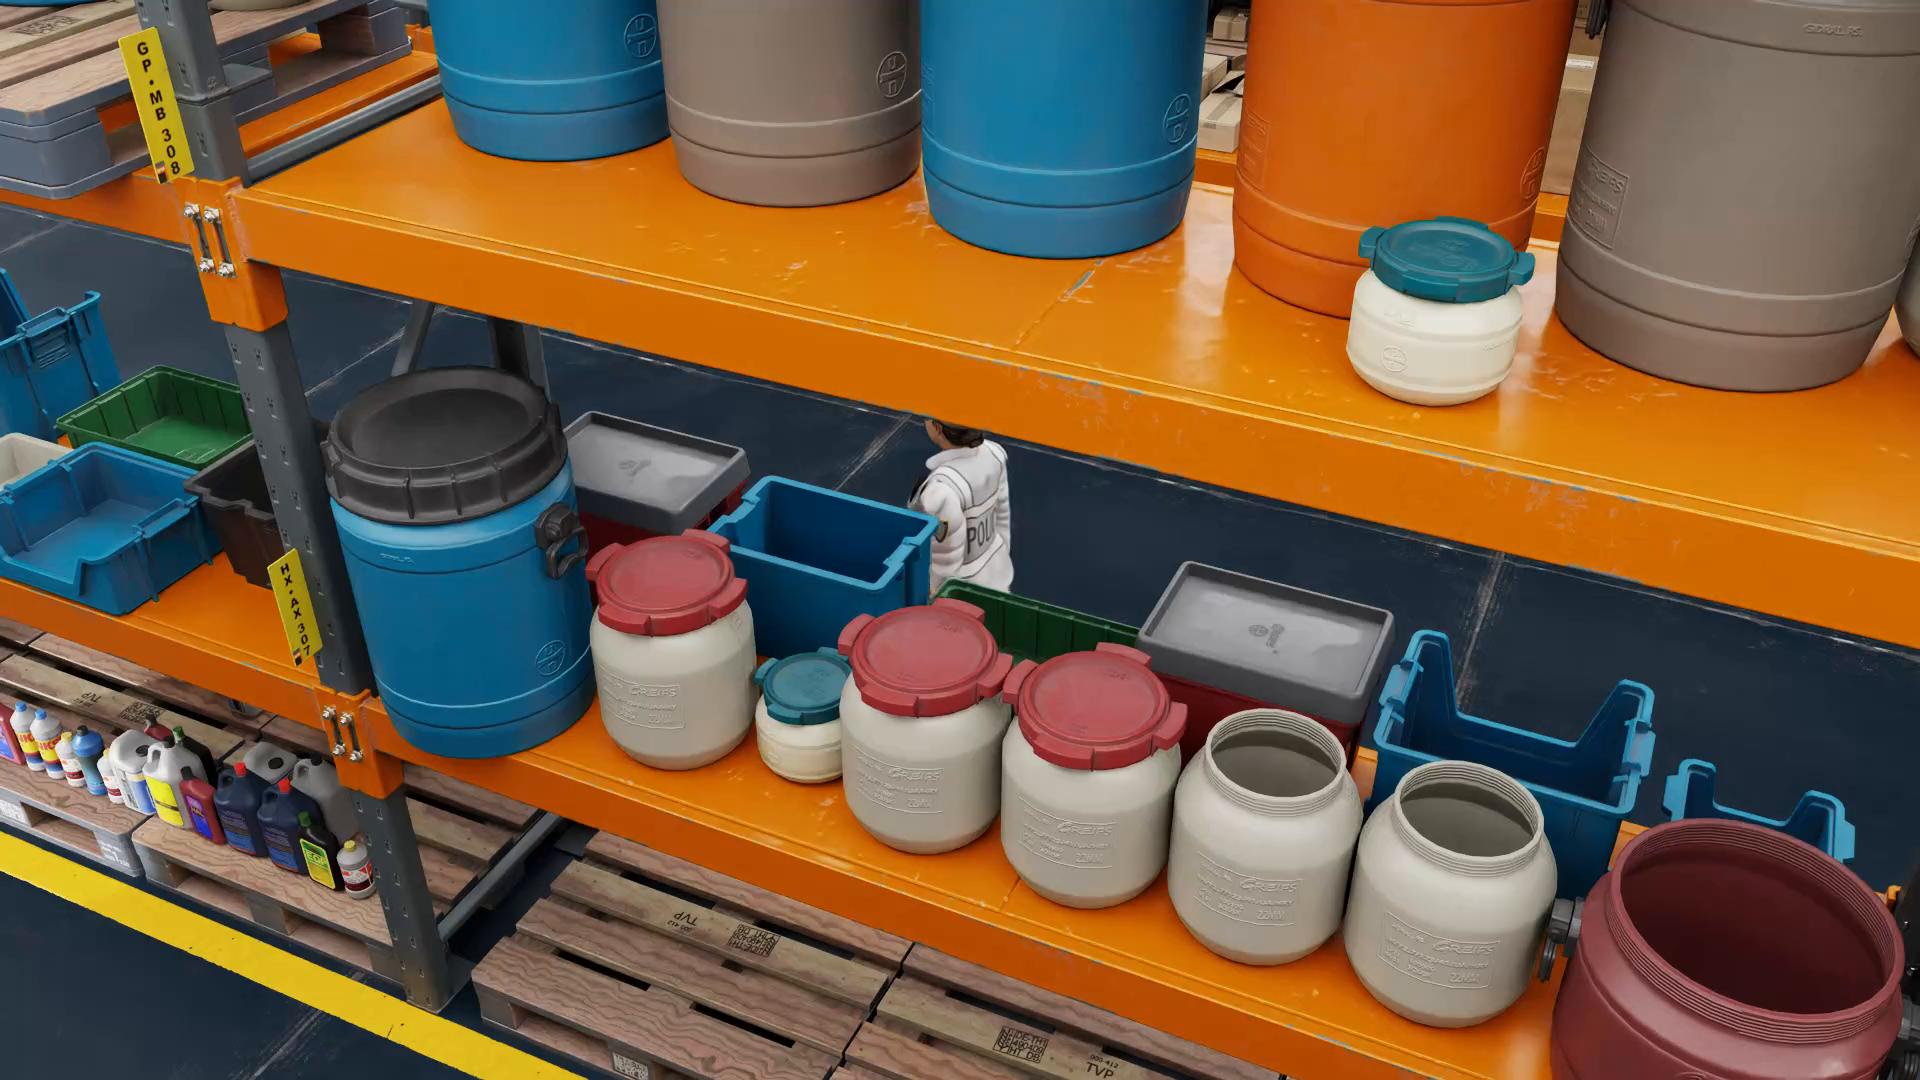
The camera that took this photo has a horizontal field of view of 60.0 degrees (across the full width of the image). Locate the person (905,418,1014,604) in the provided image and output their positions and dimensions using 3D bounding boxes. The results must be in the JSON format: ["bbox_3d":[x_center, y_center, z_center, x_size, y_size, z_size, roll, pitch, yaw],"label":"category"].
[{"bbox_3d":[0.078,0.223,5.797,0.534,1.667,0.533,15,37,21],"label":"person"}]
